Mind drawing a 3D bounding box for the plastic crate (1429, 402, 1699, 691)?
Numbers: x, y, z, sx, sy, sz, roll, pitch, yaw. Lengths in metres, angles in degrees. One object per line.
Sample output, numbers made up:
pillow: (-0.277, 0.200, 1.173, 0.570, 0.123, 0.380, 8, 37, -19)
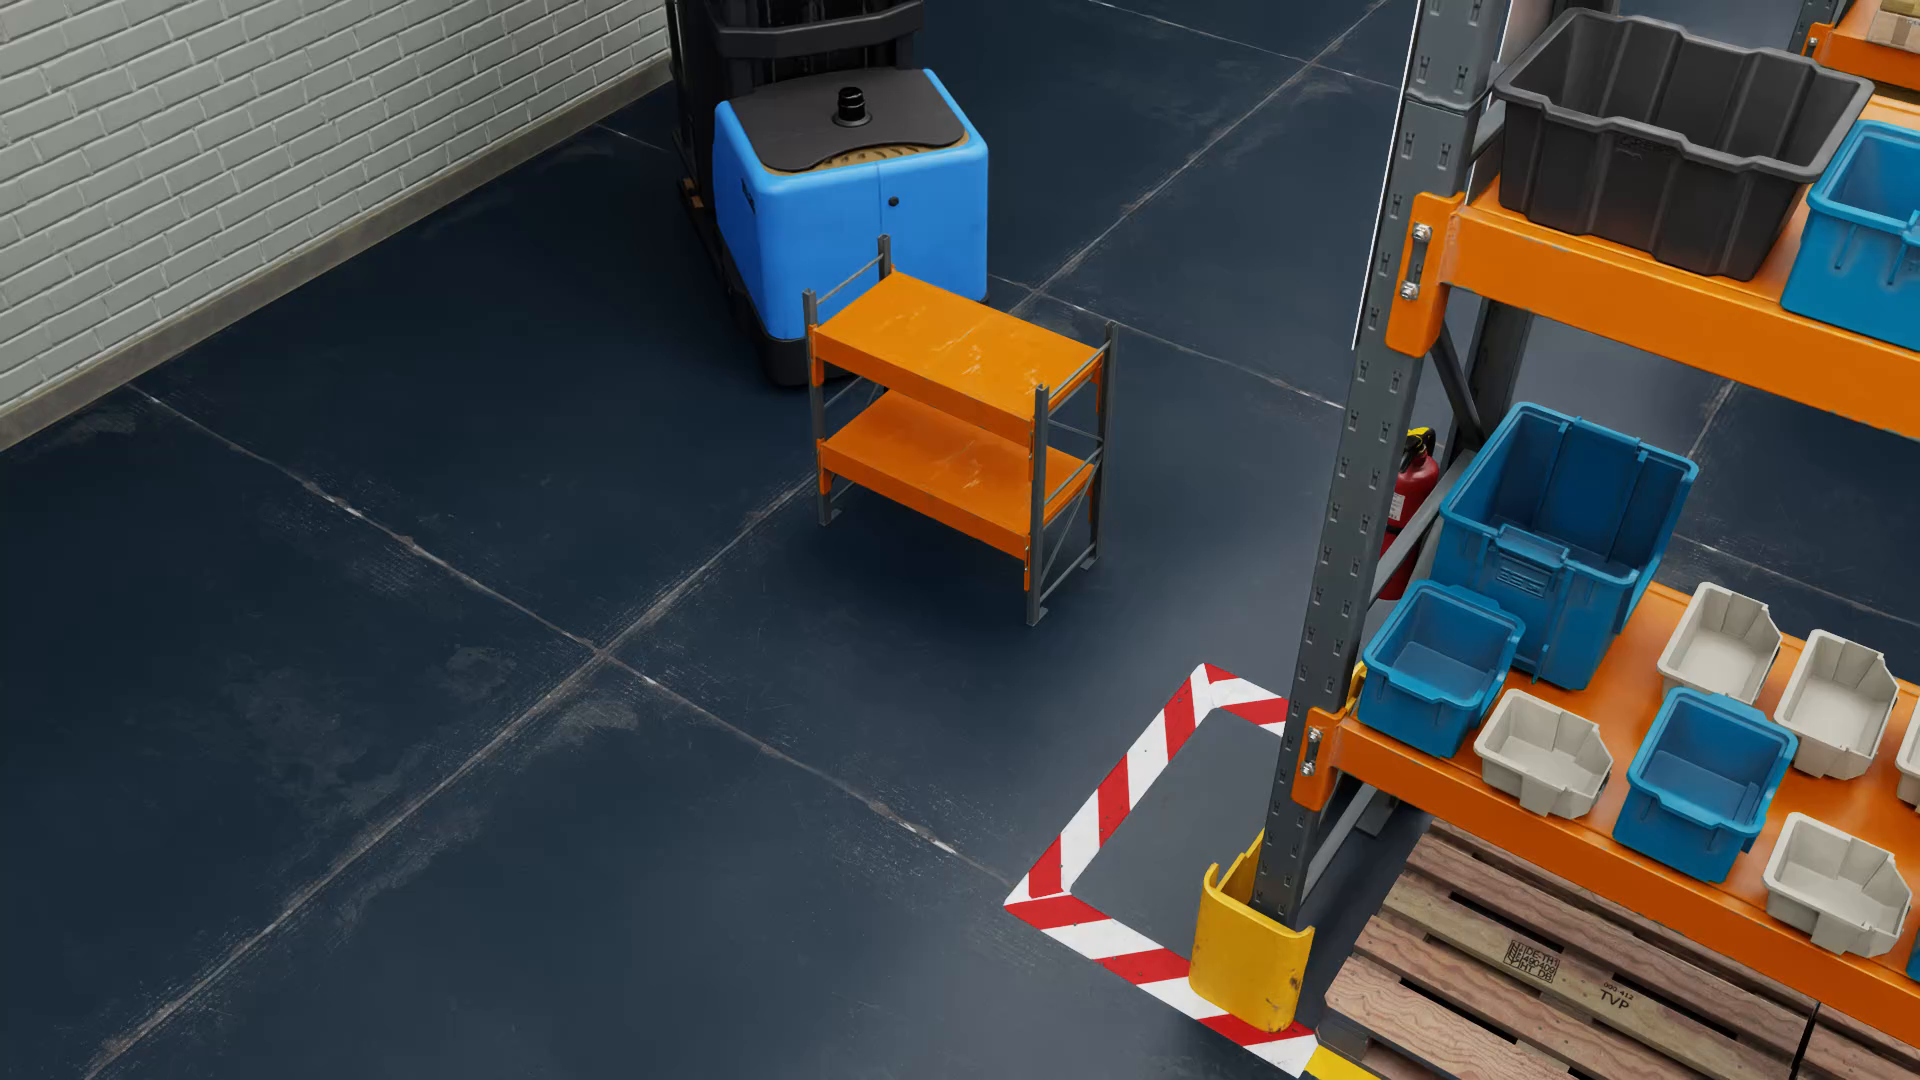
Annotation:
plastic crate: (1.574, 0.012, 4.416, 0.499, 0.435, 0.616, 25, 48, 25)

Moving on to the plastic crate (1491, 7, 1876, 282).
plastic crate: (1.348, -0.749, 3.186, 0.590, 0.269, 0.497, 25, 48, 25)

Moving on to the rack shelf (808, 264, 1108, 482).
rack shelf: (-0.006, -0.640, 6.183, 1.000, 0.278, 0.538, 25, 48, 25)

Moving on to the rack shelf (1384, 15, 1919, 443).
rack shelf: (2.830, -0.063, 2.861, 4.000, 0.370, 1.077, 25, 48, 25)

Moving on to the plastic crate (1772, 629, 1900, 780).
plastic crate: (2.193, 0.429, 4.174, 0.243, 0.136, 0.396, 25, 48, 25)

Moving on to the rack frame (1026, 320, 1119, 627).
rack frame: (0.411, -0.227, 6.160, 0.032, 1.125, 0.500, 25, 48, 25)

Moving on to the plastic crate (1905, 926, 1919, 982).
plastic crate: (2.284, 0.839, 3.643, 0.300, 0.233, 0.416, 25, 48, 25)

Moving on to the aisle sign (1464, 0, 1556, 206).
aisle sign: (1.302, -1.135, 3.820, 0.004, 0.787, 0.394, 25, 48, 25)

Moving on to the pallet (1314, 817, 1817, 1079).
pallet: (1.846, 1.397, 5.030, 1.213, 0.211, 1.003, 25, 48, 25)

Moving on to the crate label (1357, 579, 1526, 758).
crate label: (1.206, 0.335, 4.206, 0.303, 0.233, 0.416, 25, 48, 25)

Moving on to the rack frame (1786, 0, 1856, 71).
rack frame: (4.037, -2.683, 7.499, 0.127, 3.000, 1.000, 25, 48, 25)

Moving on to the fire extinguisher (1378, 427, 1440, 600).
fire extinguisher: (1.330, -0.117, 4.969, 0.183, 0.674, 0.296, 25, 48, 25)

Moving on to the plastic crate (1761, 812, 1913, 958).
plastic crate: (1.976, 0.799, 3.760, 0.298, 0.136, 0.250, 25, 48, 25)

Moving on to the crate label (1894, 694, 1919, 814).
crate label: (2.435, 0.522, 4.069, 0.243, 0.136, 0.396, 25, 48, 25)

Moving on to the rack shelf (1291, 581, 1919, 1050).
rack shelf: (2.830, 1.055, 3.861, 4.000, 0.370, 1.077, 25, 48, 25)

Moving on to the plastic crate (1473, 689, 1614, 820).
plastic crate: (1.421, 0.539, 4.051, 0.298, 0.136, 0.250, 25, 48, 25)

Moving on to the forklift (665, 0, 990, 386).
forklift: (-0.832, -2.774, 7.652, 1.130, 2.935, 3.031, -13, 43, -14)

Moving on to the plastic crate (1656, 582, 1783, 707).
plastic crate: (1.964, 0.310, 4.306, 0.243, 0.136, 0.396, 25, 48, 25)

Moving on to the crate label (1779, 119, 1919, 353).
crate label: (1.763, -0.512, 2.934, 0.502, 0.251, 0.408, 25, 48, 25)

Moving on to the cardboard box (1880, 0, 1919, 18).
cardboard box: (4.275, -2.407, 7.080, 0.500, 0.250, 0.500, 24, 47, 24)

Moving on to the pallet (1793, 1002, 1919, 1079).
pallet: (2.840, 1.865, 4.508, 1.213, 0.211, 1.003, 25, 48, 25)

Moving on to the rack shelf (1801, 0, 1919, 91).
rack shelf: (5.674, -1.649, 6.883, 4.000, 0.370, 1.077, 25, 48, 25)

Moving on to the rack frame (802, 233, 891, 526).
rack frame: (-0.422, -0.616, 6.595, 0.032, 1.125, 0.500, 25, 48, 25)

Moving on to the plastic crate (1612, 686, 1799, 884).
plastic crate: (1.745, 0.587, 3.925, 0.300, 0.233, 0.416, 25, 48, 25)

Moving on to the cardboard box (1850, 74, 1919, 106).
cardboard box: (4.607, -1.846, 7.842, 0.875, 0.875, 0.875, 25, 48, 25)

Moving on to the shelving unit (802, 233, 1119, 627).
shelving unit: (-0.006, -0.422, 6.378, 1.048, 1.125, 0.538, 25, 48, 25)

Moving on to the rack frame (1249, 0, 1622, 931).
rack frame: (1.193, 0.021, 4.477, 0.127, 3.000, 1.000, 25, 48, 25)

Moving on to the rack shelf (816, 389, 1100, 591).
rack shelf: (-0.006, -0.240, 6.541, 1.000, 0.278, 0.538, 25, 48, 25)

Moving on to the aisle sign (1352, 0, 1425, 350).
aisle sign: (0.963, -0.813, 3.460, 0.004, 0.787, 0.394, 25, 48, 25)

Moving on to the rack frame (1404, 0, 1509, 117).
rack frame: (1.193, -2.215, 2.477, 0.127, 3.000, 1.000, 25, 48, 25)

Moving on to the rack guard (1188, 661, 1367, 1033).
rack guard: (1.166, 0.950, 5.313, 0.348, 0.500, 1.175, 25, 48, 25)

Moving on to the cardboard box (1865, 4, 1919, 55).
cardboard box: (4.138, -2.273, 7.230, 0.250, 0.149, 0.380, 26, 48, 26)
